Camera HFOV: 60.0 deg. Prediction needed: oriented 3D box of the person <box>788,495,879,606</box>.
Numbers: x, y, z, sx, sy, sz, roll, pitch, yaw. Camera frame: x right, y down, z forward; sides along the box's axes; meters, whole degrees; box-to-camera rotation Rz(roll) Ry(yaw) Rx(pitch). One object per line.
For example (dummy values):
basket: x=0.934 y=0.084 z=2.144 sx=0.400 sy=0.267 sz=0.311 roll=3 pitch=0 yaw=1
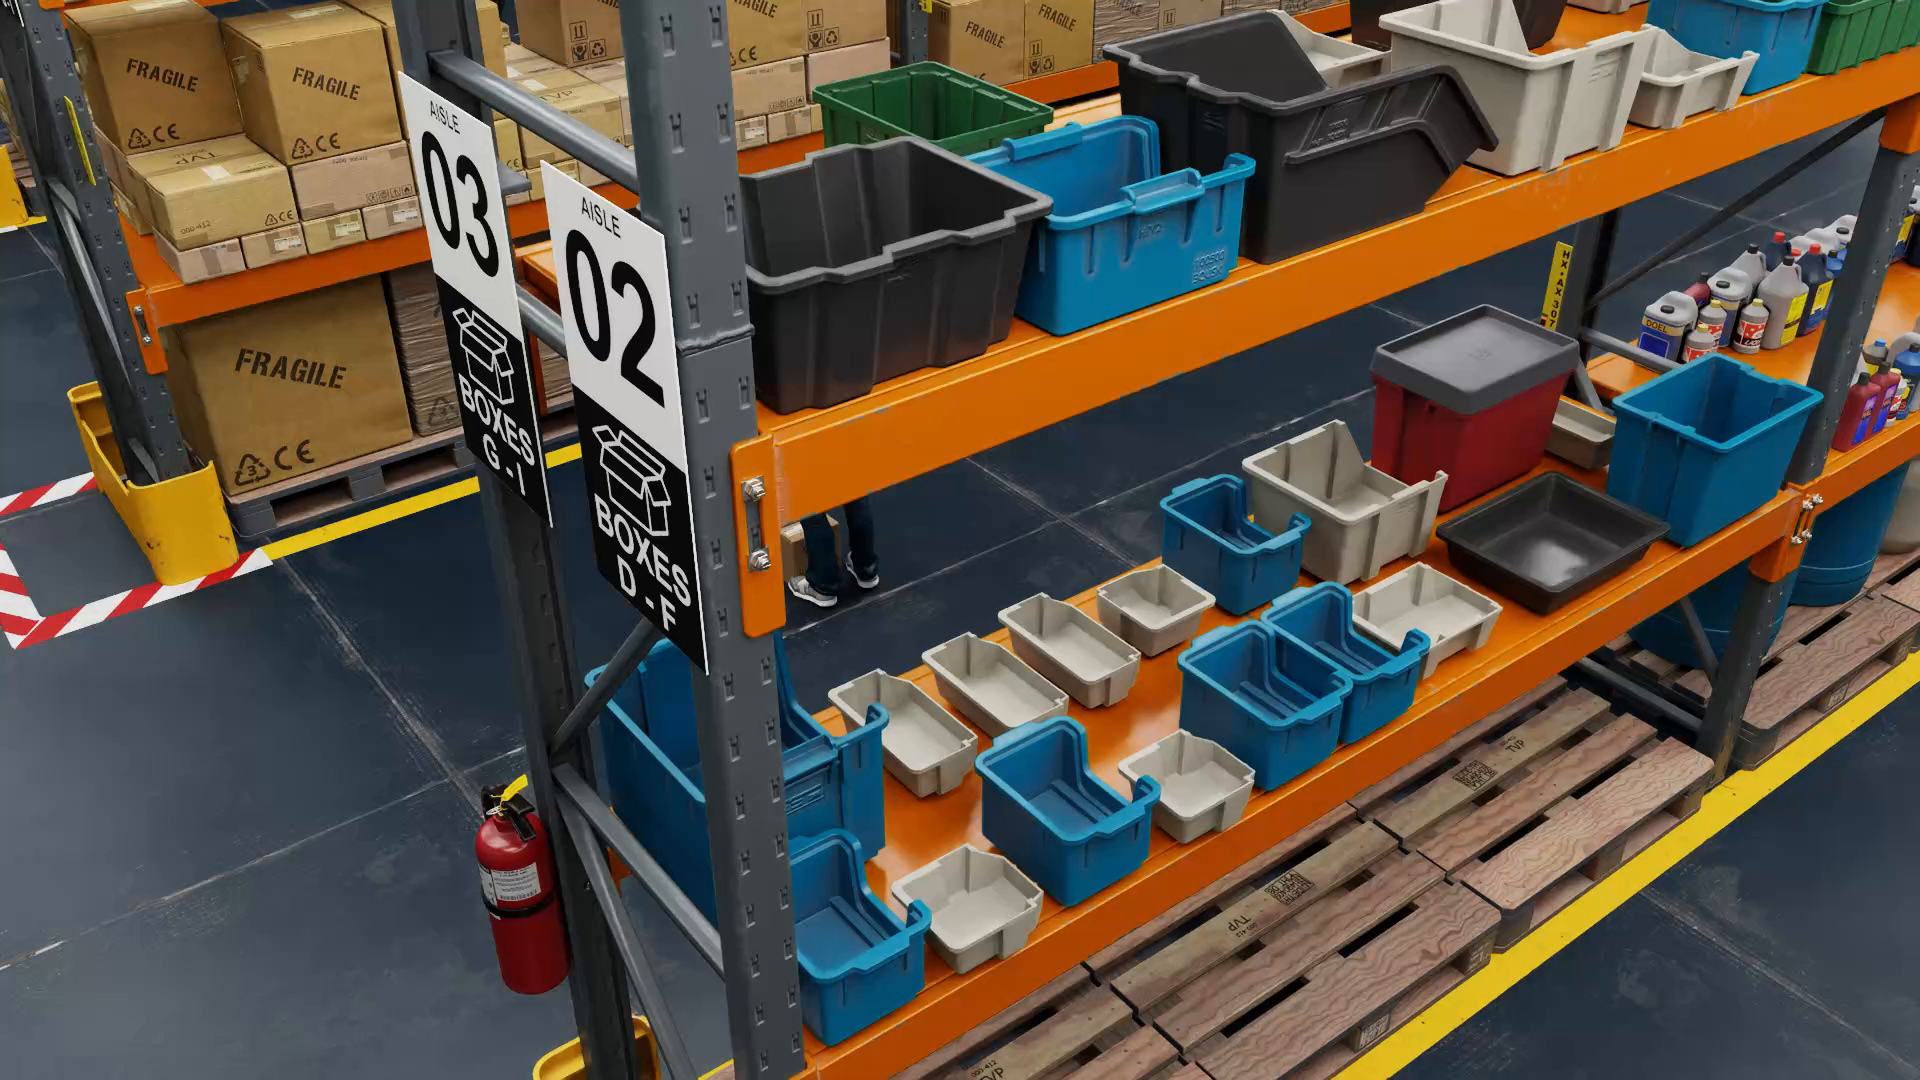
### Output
person: x=-0.542 y=-0.445 z=6.844 sx=0.459 sy=1.591 sz=0.346 roll=-23 pitch=39 yaw=-32
